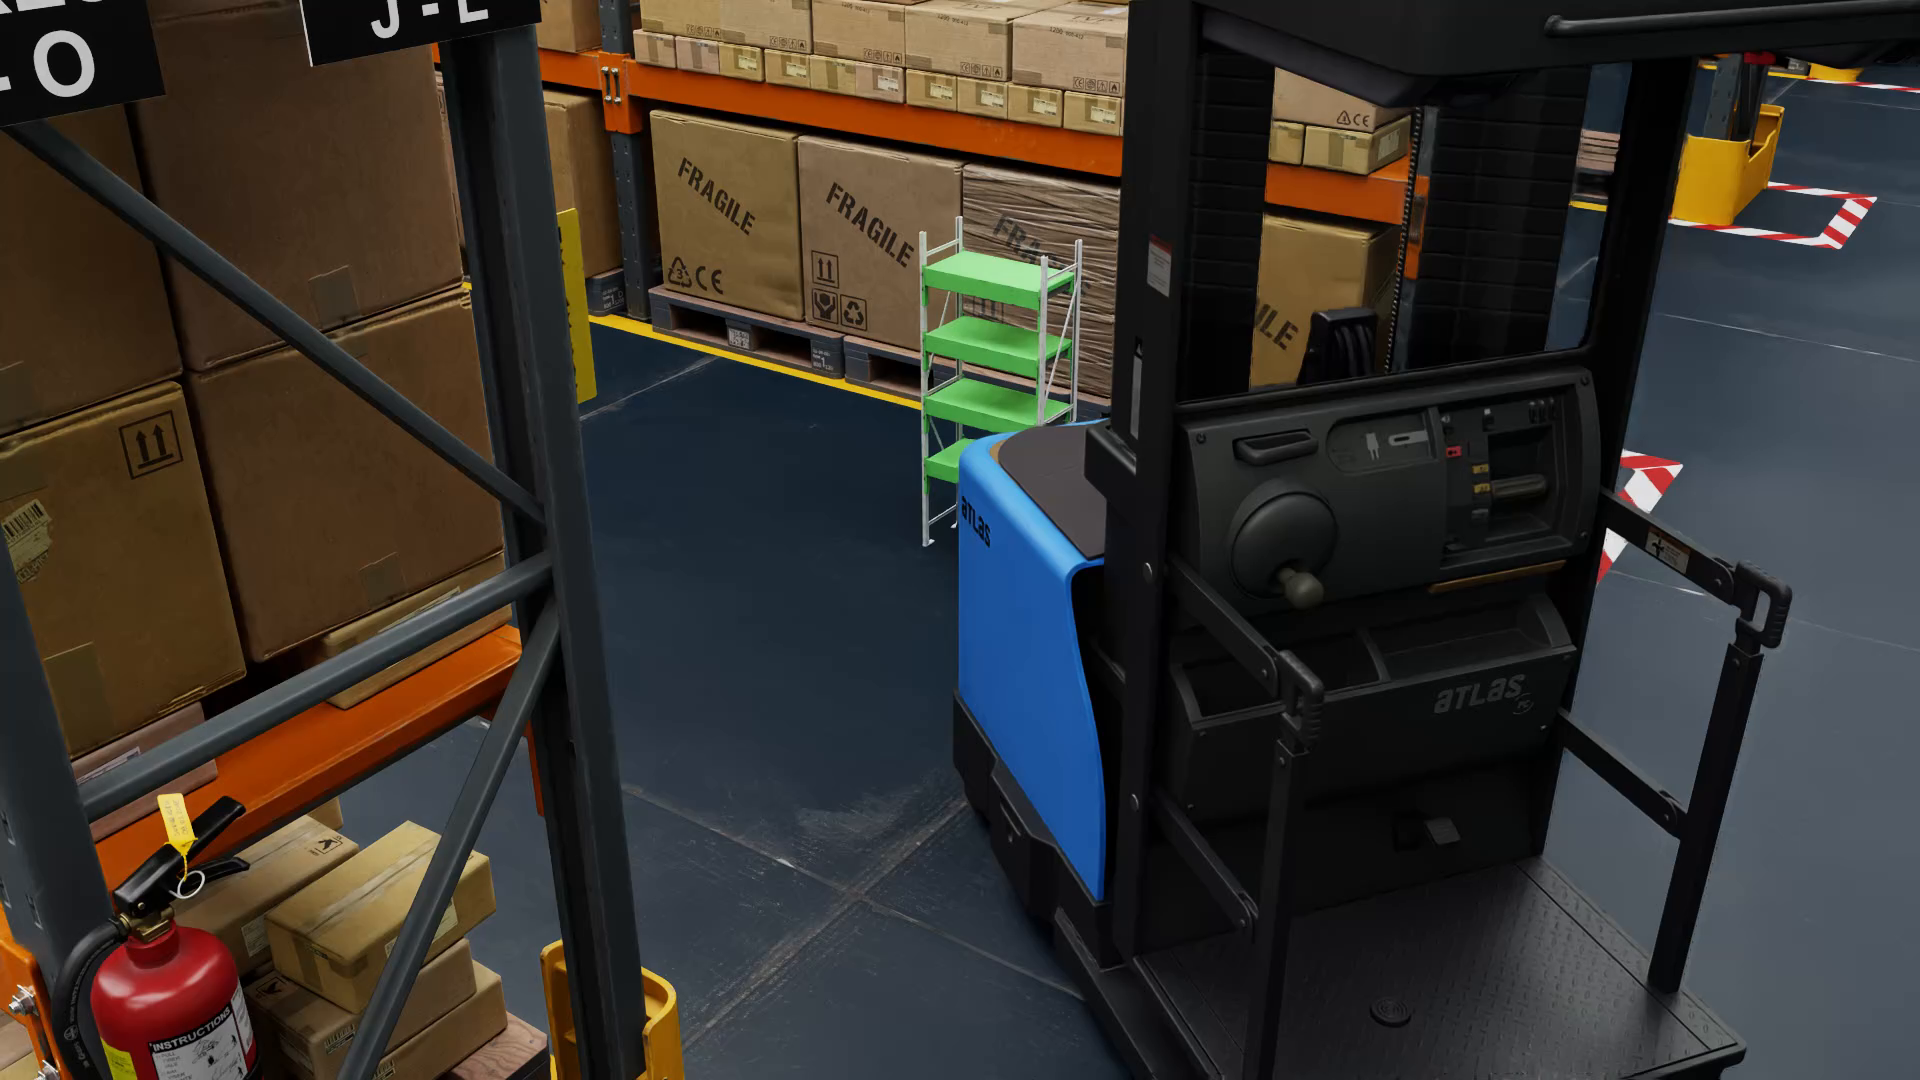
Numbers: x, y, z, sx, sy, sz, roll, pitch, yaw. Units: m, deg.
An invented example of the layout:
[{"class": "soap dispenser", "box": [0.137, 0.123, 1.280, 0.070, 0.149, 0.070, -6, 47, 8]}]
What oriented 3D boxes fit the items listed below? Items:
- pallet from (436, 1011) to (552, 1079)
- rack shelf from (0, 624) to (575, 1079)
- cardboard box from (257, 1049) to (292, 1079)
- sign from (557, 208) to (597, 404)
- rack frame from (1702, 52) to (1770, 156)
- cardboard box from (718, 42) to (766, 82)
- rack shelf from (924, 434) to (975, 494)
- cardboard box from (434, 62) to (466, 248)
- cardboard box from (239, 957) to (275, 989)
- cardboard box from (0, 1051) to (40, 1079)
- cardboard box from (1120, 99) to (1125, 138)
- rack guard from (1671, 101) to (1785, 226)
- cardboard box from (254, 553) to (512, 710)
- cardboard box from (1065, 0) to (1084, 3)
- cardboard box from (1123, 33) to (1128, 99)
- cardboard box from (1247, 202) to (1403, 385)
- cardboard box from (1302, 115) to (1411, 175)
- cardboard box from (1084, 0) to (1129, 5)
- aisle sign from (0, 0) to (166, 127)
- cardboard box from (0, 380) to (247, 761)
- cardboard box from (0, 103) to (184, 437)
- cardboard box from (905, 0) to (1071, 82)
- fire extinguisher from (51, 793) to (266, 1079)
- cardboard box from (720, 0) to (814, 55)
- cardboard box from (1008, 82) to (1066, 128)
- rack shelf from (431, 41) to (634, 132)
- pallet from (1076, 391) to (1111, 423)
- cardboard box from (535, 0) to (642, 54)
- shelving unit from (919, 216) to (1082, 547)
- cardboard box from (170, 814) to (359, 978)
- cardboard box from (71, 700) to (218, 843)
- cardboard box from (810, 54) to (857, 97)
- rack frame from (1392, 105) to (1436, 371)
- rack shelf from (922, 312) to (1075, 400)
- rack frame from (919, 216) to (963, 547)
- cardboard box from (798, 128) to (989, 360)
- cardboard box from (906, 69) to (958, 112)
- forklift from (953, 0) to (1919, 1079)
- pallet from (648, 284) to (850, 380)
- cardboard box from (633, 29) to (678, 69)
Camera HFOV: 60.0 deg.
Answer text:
[{"class": "pallet", "box": [-1.667, 1.218, 3.623, 1.213, 0.211, 1.003, 17, 32, 30]}, {"class": "rack shelf", "box": [-2.603, 0.024, 3.689, 4.000, 0.370, 1.077, 17, 32, 30]}, {"class": "cardboard box", "box": [-1.467, 1.009, 3.640, 0.250, 0.149, 0.380, 17, 32, 30]}, {"class": "sign", "box": [-0.648, -0.372, 2.719, 0.005, 0.325, 0.100, 17, 32, 30]}, {"class": "rack frame", "box": [4.741, -3.463, 9.748, 0.127, 3.000, 1.000, 17, 32, 30]}, {"class": "cardboard box", "box": [-0.871, -2.192, 7.526, 0.250, 0.149, 0.380, 18, 32, 32]}, {"class": "rack shelf", "box": [0.136, -0.221, 6.032, 0.480, 0.148, 0.258, 17, 32, 30]}, {"class": "cardboard box", "box": [-2.636, -2.265, 9.273, 0.875, 0.875, 1.225, 16, 31, 29]}, {"class": "cardboard box", "box": [-1.435, 0.846, 3.633, 0.250, 0.149, 0.380, 17, 32, 30]}, {"class": "cardboard box", "box": [-1.534, 0.994, 3.014, 0.250, 0.149, 0.380, 18, 32, 31]}, {"class": "cardboard box", "box": [0.829, -1.664, 6.489, 0.250, 0.149, 0.380, 18, 32, 31]}, {"class": "rack guard", "box": [4.768, -2.348, 10.312, 0.348, 0.500, 1.175, 17, 32, 30]}, {"class": "cardboard box", "box": [-1.036, 0.123, 2.978, 0.250, 0.149, 0.380, 17, 32, 30]}, {"class": "cardboard box", "box": [0.417, -2.295, 7.290, 0.500, 0.250, 0.500, 17, 31, 29]}, {"class": "cardboard box", "box": [0.969, -1.833, 6.382, 0.500, 0.250, 0.500, 17, 31, 29]}, {"class": "cardboard box", "box": [1.364, -0.986, 6.760, 0.875, 0.875, 0.875, 17, 32, 30]}, {"class": "cardboard box", "box": [1.457, -1.468, 6.104, 0.250, 0.149, 0.380, 18, 32, 31]}, {"class": "cardboard box", "box": [0.851, -2.495, 6.856, 0.500, 0.500, 0.500, 16, 31, 29]}, {"class": "aisle sign", "box": [-1.064, -0.811, 1.670, 0.004, 0.787, 0.394, 17, 32, 30]}, {"class": "cardboard box", "box": [-1.471, 0.020, 2.464, 0.500, 0.500, 0.500, 18, 32, 31]}, {"class": "cardboard box", "box": [-1.473, -0.430, 2.248, 0.500, 0.500, 0.500, 17, 31, 29]}, {"class": "cardboard box", "box": [0.118, -2.096, 6.898, 0.500, 0.250, 0.500, 17, 32, 30]}, {"class": "fire extinguisher", "box": [-1.008, 0.655, 2.153, 0.183, 0.674, 0.296, 17, 32, 30]}, {"class": "cardboard box", "box": [-0.714, -2.356, 7.410, 0.500, 0.250, 0.500, 17, 32, 30]}, {"class": "cardboard box", "box": [0.400, -1.796, 6.749, 0.250, 0.149, 0.380, 17, 32, 30]}, {"class": "rack shelf", "box": [-3.009, -2.832, 9.300, 4.000, 0.370, 1.077, 17, 32, 30]}, {"class": "pallet", "box": [1.233, -0.545, 7.088, 1.213, 0.211, 1.003, 17, 32, 30]}, {"class": "cardboard box", "box": [-1.900, -2.701, 8.141, 0.500, 0.500, 0.500, 17, 32, 30]}, {"class": "shelving unit", "box": [0.136, -0.492, 5.894, 0.503, 1.200, 0.258, 17, 32, 30]}, {"class": "cardboard box", "box": [-1.489, 0.748, 3.498, 0.250, 0.149, 0.380, 18, 32, 31]}, {"class": "cardboard box", "box": [-1.383, 0.351, 2.531, 0.250, 0.149, 0.380, 17, 32, 30]}, {"class": "cardboard box", "box": [-0.442, -2.059, 7.266, 0.250, 0.149, 0.380, 17, 31, 30]}, {"class": "rack frame", "box": [1.937, -1.612, 6.110, 0.127, 3.000, 1.000, 17, 32, 30]}, {"class": "rack shelf", "box": [0.136, -0.649, 5.814, 0.480, 0.148, 0.258, 17, 32, 30]}, {"class": "rack frame", "box": [-0.065, -0.555, 6.017, 0.015, 1.200, 0.240, 17, 32, 30]}, {"class": "cardboard box", "box": [-0.120, -1.448, 7.669, 0.875, 0.875, 0.875, 17, 32, 30]}, {"class": "cardboard box", "box": [-0.019, -1.927, 7.006, 0.250, 0.149, 0.380, 16, 31, 29]}, {"class": "forklift", "box": [0.955, -0.066, 3.148, 1.130, 2.935, 3.031, -9, 28, -17]}, {"class": "pallet", "box": [-0.778, -1.171, 8.319, 1.213, 0.211, 1.003, 17, 32, 30]}, {"class": "cardboard box", "box": [-1.305, -2.326, 7.791, 0.250, 0.149, 0.380, 17, 32, 30]}]
